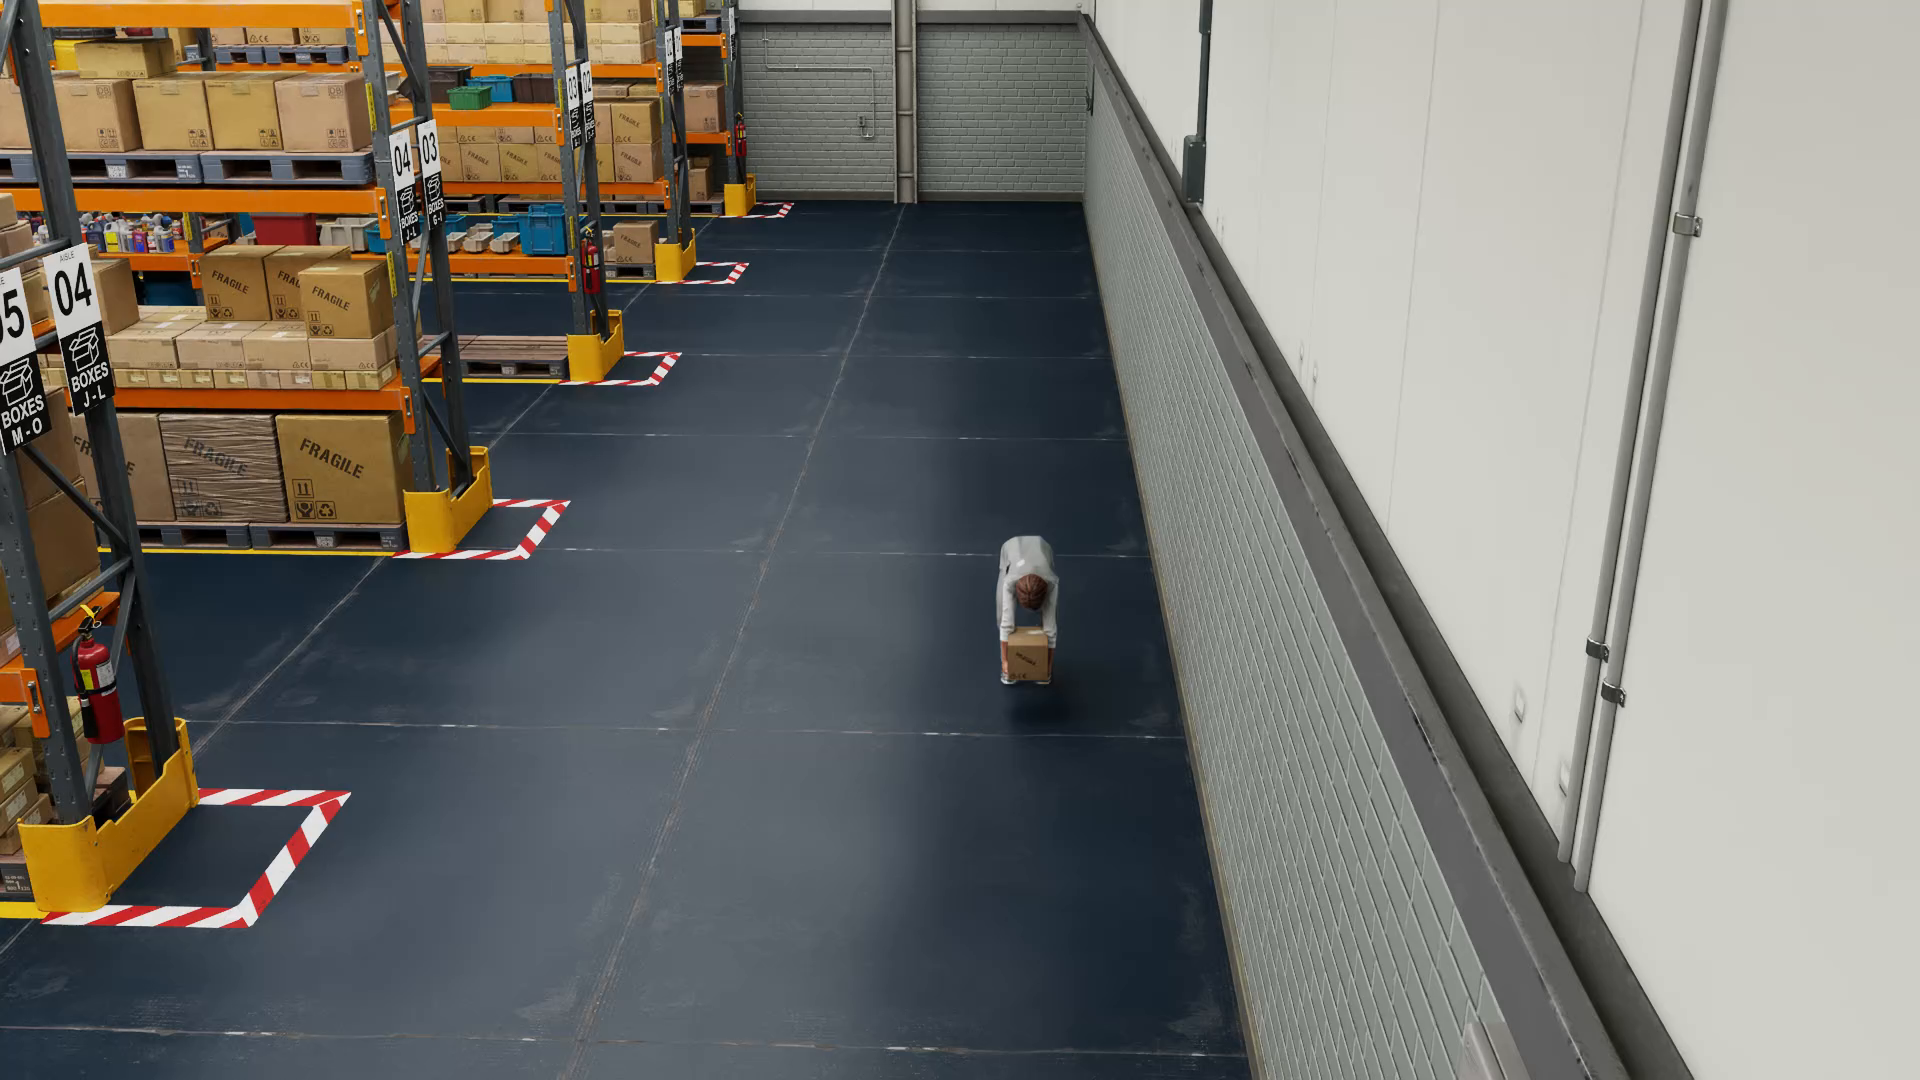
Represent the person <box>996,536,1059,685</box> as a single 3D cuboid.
[{"bbox_3d":[0.434,0.520,10.592,0.397,0.991,0.872,0,21,0],"label":"person"}]
